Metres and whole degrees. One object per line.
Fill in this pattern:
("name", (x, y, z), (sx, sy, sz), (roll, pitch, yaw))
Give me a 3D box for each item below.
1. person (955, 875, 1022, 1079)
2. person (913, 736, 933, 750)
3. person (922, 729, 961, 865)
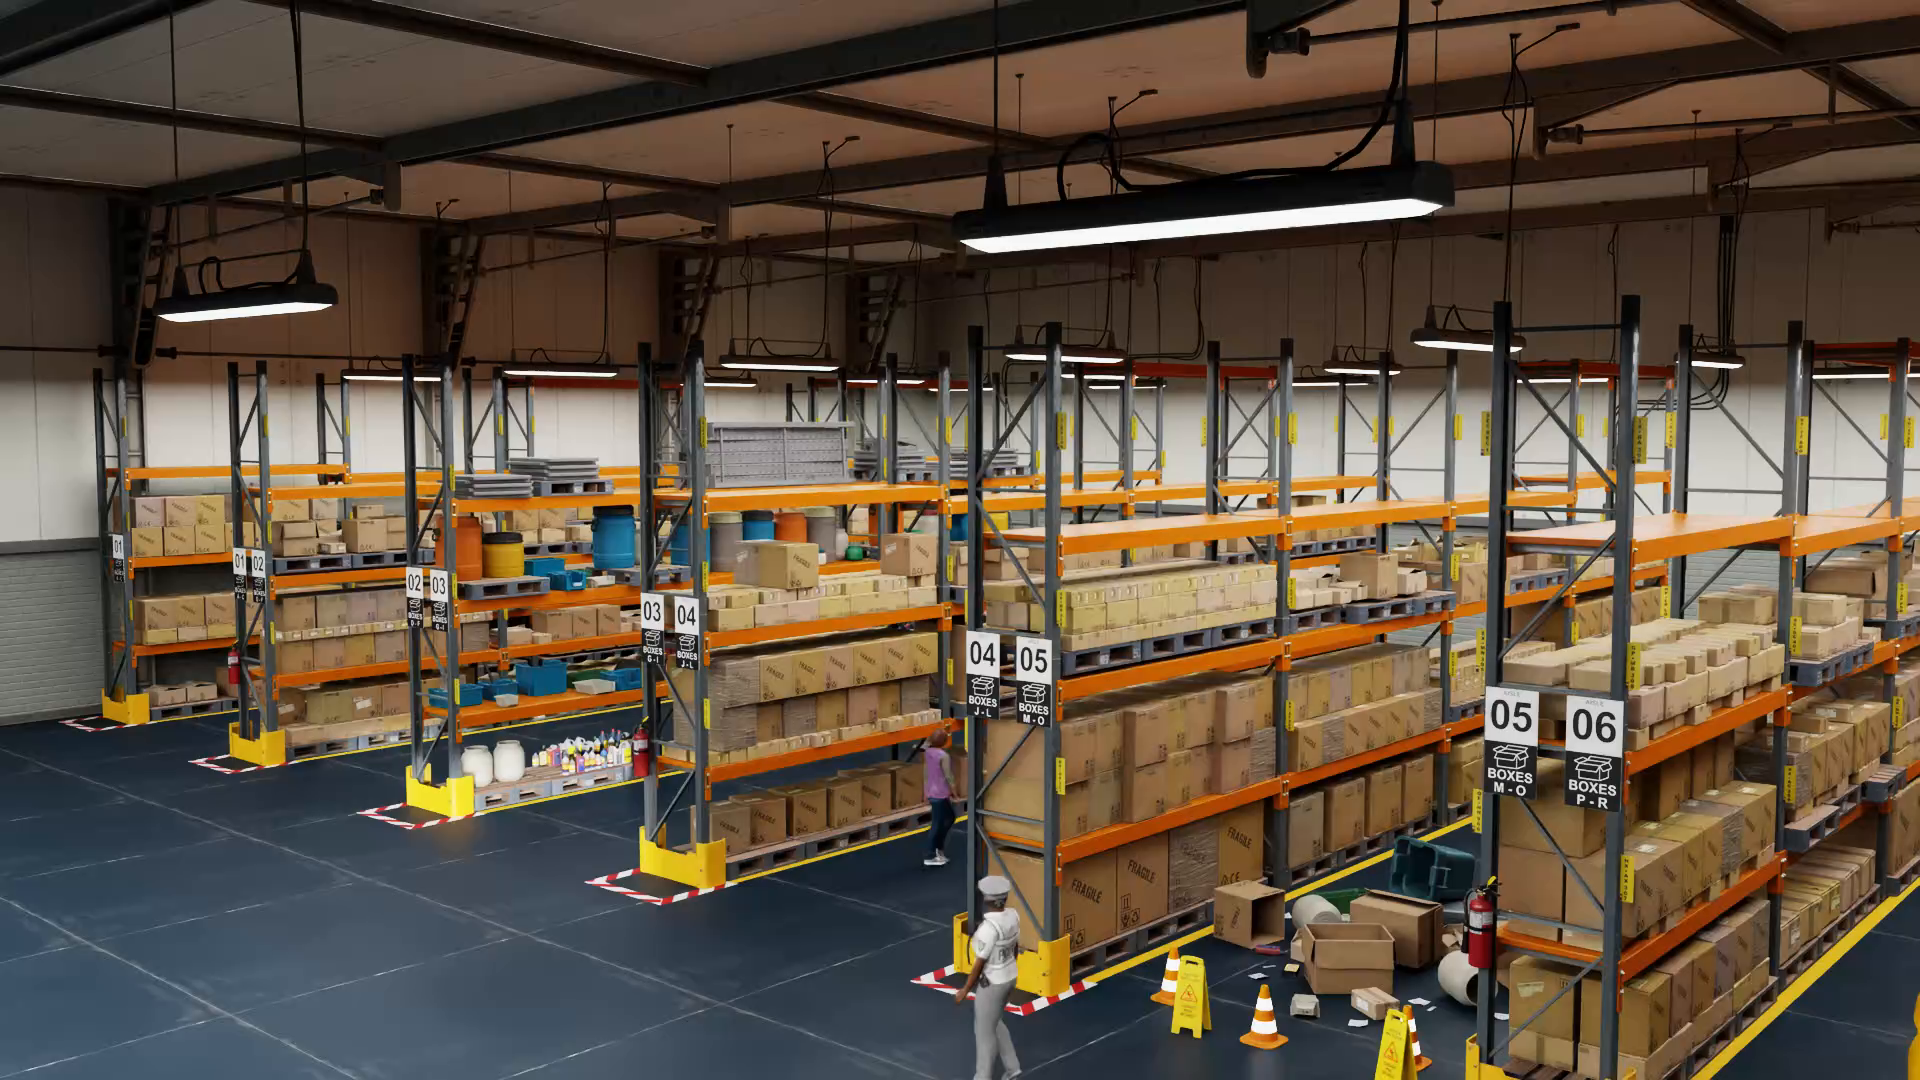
("person", (0.225, 3.405, 12.735), (0.461, 1.706, 0.533), (2, 5, 23))
("person", (-0.478, 2.360, 25.998), (0.430, 1.764, 0.609), (2, 5, 27))
("person", (-0.221, 2.959, 19.102), (0.446, 1.616, 0.396), (-1, 4, -15))
